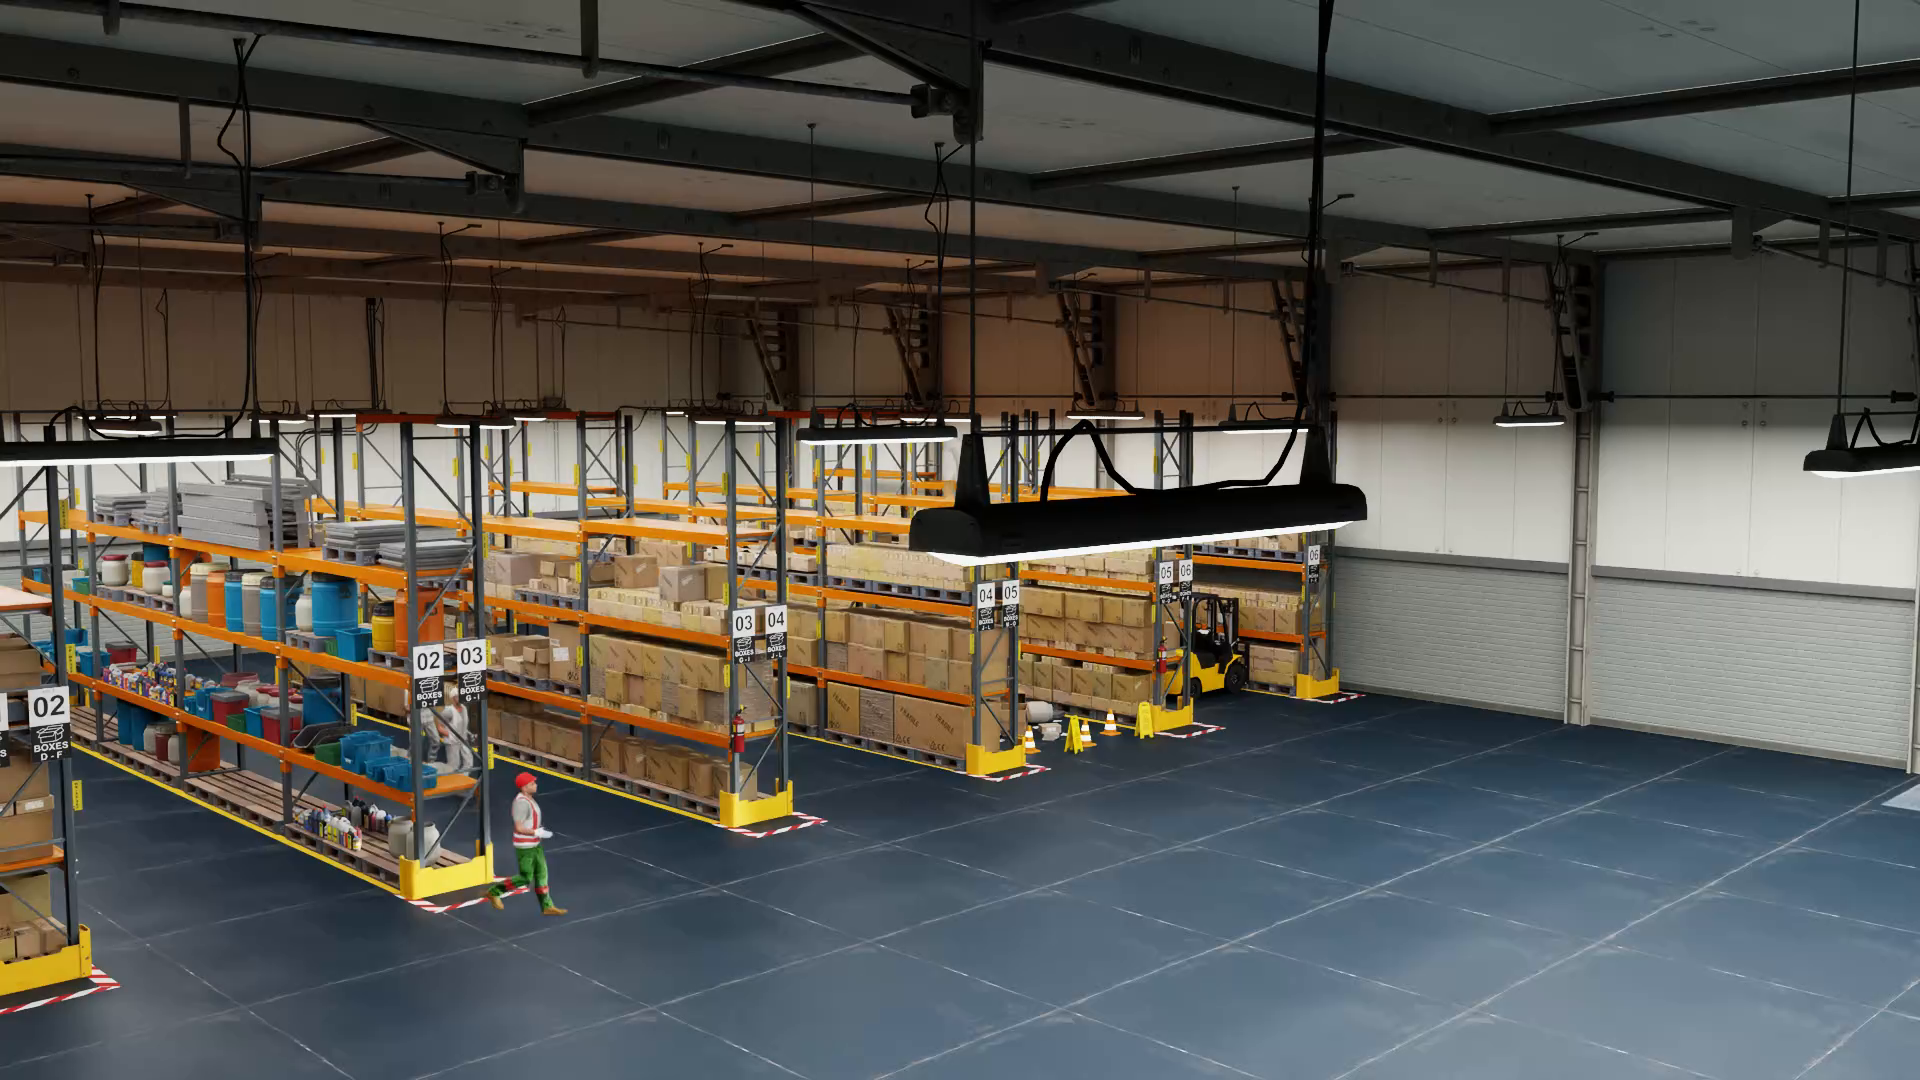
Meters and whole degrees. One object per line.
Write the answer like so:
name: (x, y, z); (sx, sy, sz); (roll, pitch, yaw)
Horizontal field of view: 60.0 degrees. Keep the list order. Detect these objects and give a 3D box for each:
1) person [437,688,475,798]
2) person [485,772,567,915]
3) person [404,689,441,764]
person: (-8.004, 3.185, 26.224); (0.797, 1.748, 0.646); (3, 6, 27)
person: (-5.266, 3.689, 20.137); (0.956, 1.775, 0.670); (0, 5, -5)
person: (-8.896, 3.052, 27.490); (0.735, 1.835, 0.654); (3, 6, 33)
